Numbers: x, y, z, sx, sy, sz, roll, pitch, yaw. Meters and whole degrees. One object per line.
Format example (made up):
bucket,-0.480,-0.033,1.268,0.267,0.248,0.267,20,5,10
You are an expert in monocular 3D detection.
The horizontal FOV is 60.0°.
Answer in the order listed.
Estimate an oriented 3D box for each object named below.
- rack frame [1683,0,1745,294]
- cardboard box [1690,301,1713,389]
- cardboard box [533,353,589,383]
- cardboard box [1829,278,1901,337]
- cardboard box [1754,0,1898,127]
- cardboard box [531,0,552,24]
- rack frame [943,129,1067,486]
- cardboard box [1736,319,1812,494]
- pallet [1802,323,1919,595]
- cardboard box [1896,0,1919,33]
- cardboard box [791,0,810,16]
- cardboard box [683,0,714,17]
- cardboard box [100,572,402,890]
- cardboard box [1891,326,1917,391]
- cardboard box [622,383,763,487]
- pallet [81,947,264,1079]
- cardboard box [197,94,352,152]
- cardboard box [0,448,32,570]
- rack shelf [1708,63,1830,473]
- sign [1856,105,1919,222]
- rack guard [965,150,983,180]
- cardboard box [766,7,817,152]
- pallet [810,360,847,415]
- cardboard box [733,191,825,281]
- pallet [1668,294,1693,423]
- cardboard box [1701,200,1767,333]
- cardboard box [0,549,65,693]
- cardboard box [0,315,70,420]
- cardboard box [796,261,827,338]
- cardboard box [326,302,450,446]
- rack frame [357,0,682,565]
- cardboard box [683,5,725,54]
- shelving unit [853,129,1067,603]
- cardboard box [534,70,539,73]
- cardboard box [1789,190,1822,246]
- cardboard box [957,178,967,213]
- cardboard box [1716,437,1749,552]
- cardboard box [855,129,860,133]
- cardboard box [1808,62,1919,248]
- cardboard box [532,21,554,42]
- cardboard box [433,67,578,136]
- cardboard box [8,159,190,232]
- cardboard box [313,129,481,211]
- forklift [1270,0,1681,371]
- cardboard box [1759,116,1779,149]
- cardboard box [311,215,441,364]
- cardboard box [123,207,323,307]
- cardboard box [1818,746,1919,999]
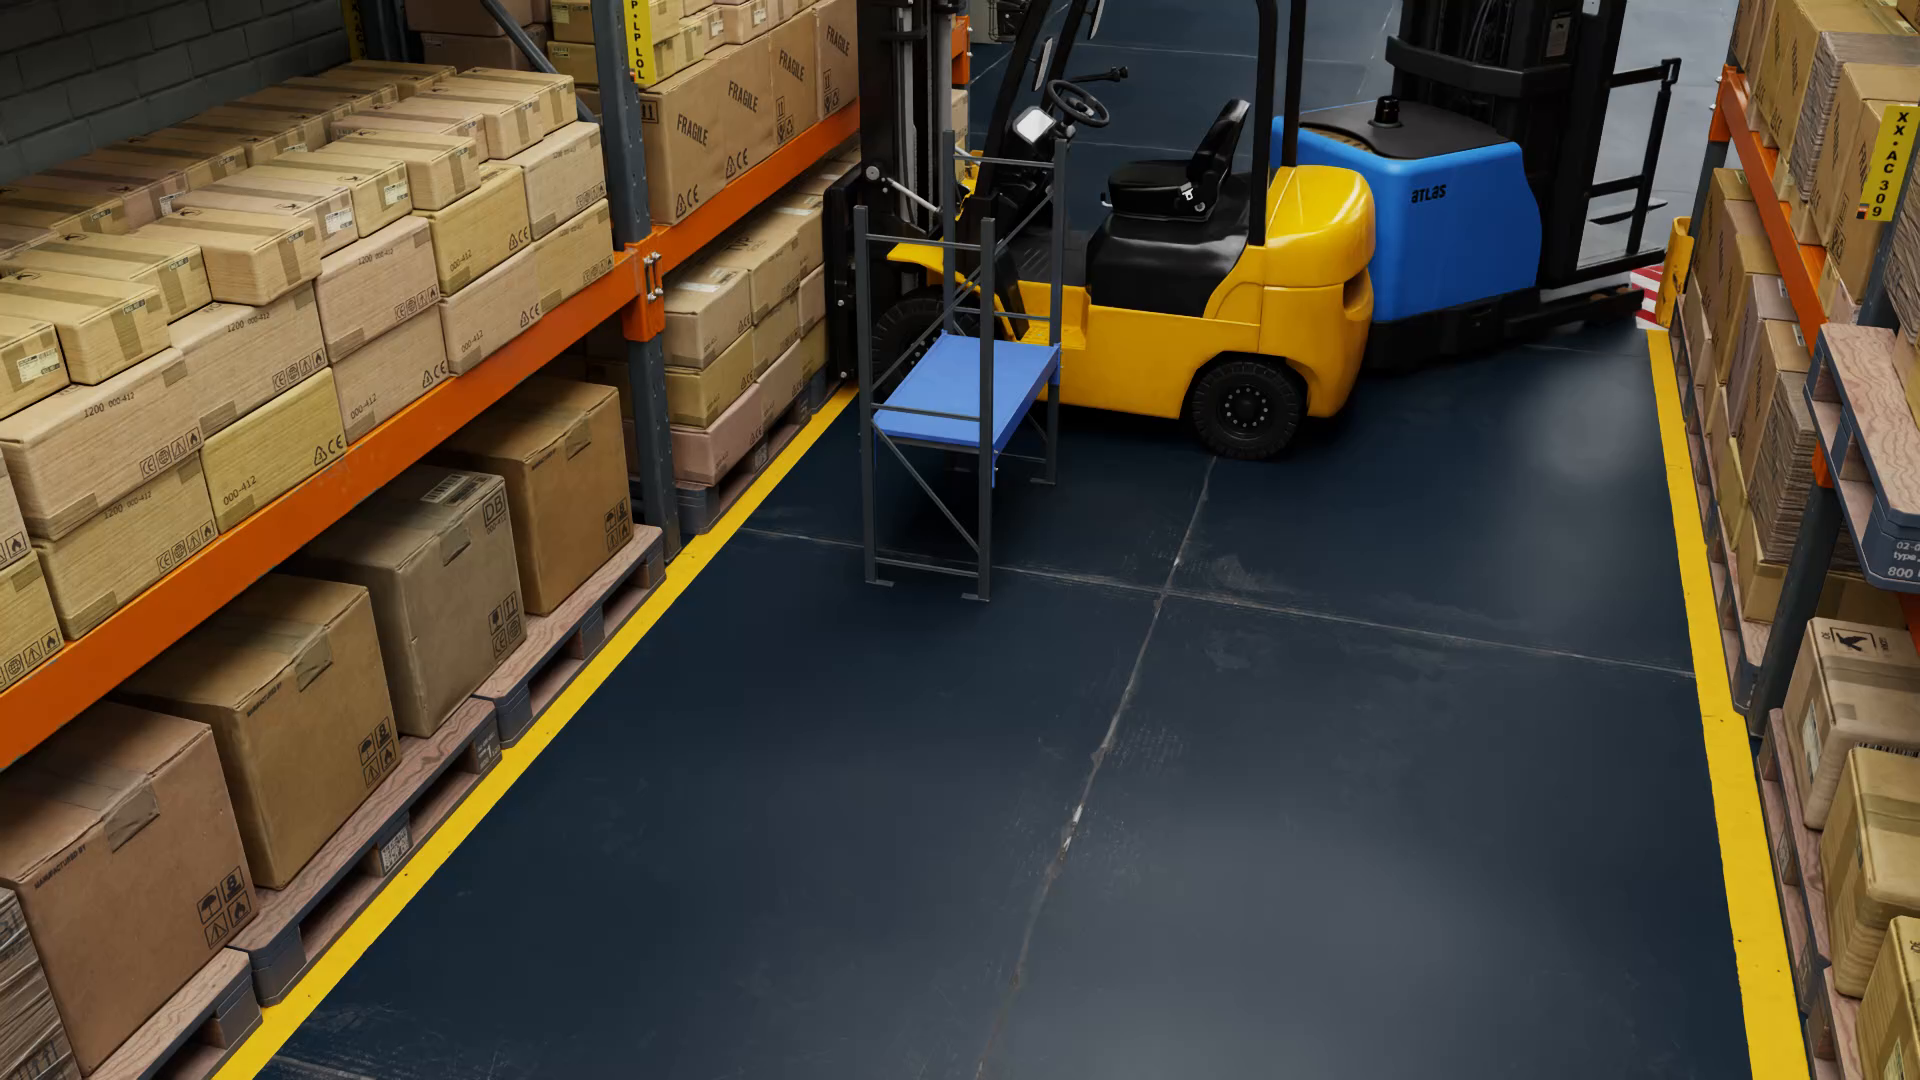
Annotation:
rack frame,4.309,-2.464,8.093,1.000,3.000,0.127,8,30,15
cardboard box,3.651,-0.874,7.632,0.500,0.250,0.500,10,30,17
cardboard box,-1.664,-0.767,6.926,0.500,0.250,0.500,8,30,14
cardboard box,2.938,-0.688,5.159,0.380,0.149,0.250,8,30,14
cardboard box,3.608,-1.979,6.812,0.500,0.500,0.500,8,30,14
cardboard box,-1.693,-2.071,6.310,0.380,0.149,0.250,8,30,14
rack frame,0.174,-0.931,6.881,0.500,1.500,0.032,8,30,15
cardboard box,3.200,-0.464,6.124,0.500,0.500,0.500,9,30,16
pallet,2.772,-0.186,4.197,1.003,0.211,1.213,8,30,15
cardboard box,3.882,-2.108,6.016,0.700,0.500,0.500,8,30,15
cardboard box,-0.863,-2.340,7.100,0.380,0.149,0.250,8,30,13
cardboard box,-1.177,-2.128,6.414,0.380,0.149,0.250,8,30,14
cardboard box,-2.207,0.496,4.783,0.875,0.625,0.625,7,30,13
cardboard box,2.671,-0.467,4.330,0.380,0.149,0.250,9,30,16
cardboard box,-1.153,-0.471,6.907,0.500,0.250,0.500,9,30,15
pallet,-2.506,1.389,4.036,1.003,0.211,1.213,8,30,15
cardboard box,-2.122,-1.273,5.182,0.380,0.149,0.250,8,30,15
cardboard box,-2.273,-0.009,3.321,0.500,0.250,0.500,9,30,16
rack shelf,3.722,-1.220,6.597,1.077,0.370,4.000,8,30,15
sign,2.614,-1.057,4.674,0.100,0.325,0.005,8,30,15
rack guard,-0.430,-2.089,9.991,1.175,0.500,0.348,8,30,15
cardboard box,-0.947,-2.004,7.164,0.500,0.500,0.500,8,30,14
pallet,-0.981,-1.025,8.376,1.003,0.211,1.213,8,30,15
cardboard box,-0.874,-1.379,7.512,0.500,0.250,0.500,10,30,17
pallet,4.015,-0.837,8.038,1.003,0.211,1.213,8,30,15
cardboard box,3.652,-1.183,7.416,0.500,0.500,0.500,7,30,13
cardboard box,-2.269,0.209,3.443,0.500,0.250,0.500,8,30,14
cardboard box,-2.172,-0.377,3.573,0.380,0.149,0.250,9,30,15
cardboard box,-0.870,-1.159,7.630,0.500,0.250,0.500,8,30,14
cardboard box,-1.826,-0.513,4.742,0.500,0.250,0.500,9,30,15
rack frame,-1.611,-1.311,6.022,1.000,3.000,0.127,8,30,15
cardboard box,-1.142,-1.995,6.480,0.380,0.149,0.250,8,30,15
shelving unit,0.025,-0.695,6.457,0.538,1.500,1.048,8,30,15
cardboard box,-1.738,-1.602,6.442,0.500,0.500,0.500,8,30,15
cardboard box,3.233,-1.160,6.009,0.380,0.149,0.250,8,30,14
cardboard box,-0.273,-1.889,9.456,0.500,0.250,0.500,9,30,15
cardboard box,3.198,-0.149,6.328,0.500,0.250,0.500,8,30,14
cardboard box,-0.418,-2.092,8.794,0.500,0.250,0.500,9,30,16
cardboard box,3.172,-1.261,5.522,0.500,0.500,0.500,10,30,17
cardboard box,-1.722,-1.946,6.392,0.380,0.149,0.250,8,30,13
cardboard box,-1.499,-1.448,5.497,0.380,0.149,0.250,10,30,17
cardboard box,-2.344,-0.921,4.549,0.380,0.149,0.250,8,30,14
cardboard box,-1.630,-1.078,4.832,0.380,0.149,0.250,8,30,13
forklift,3.052,-2.621,8.447,3.031,2.935,1.130,-16,33,-26
cardboard box,3.633,-1.758,7.083,0.380,0.149,0.250,9,30,16
cardboard box,-1.811,-0.723,4.604,0.500,0.250,0.500,9,30,16
cardboard box,-1.850,-0.716,4.181,0.380,0.149,0.250,8,30,14
cardboard box,2.776,0.939,4.248,0.950,0.372,0.625,10,31,18
